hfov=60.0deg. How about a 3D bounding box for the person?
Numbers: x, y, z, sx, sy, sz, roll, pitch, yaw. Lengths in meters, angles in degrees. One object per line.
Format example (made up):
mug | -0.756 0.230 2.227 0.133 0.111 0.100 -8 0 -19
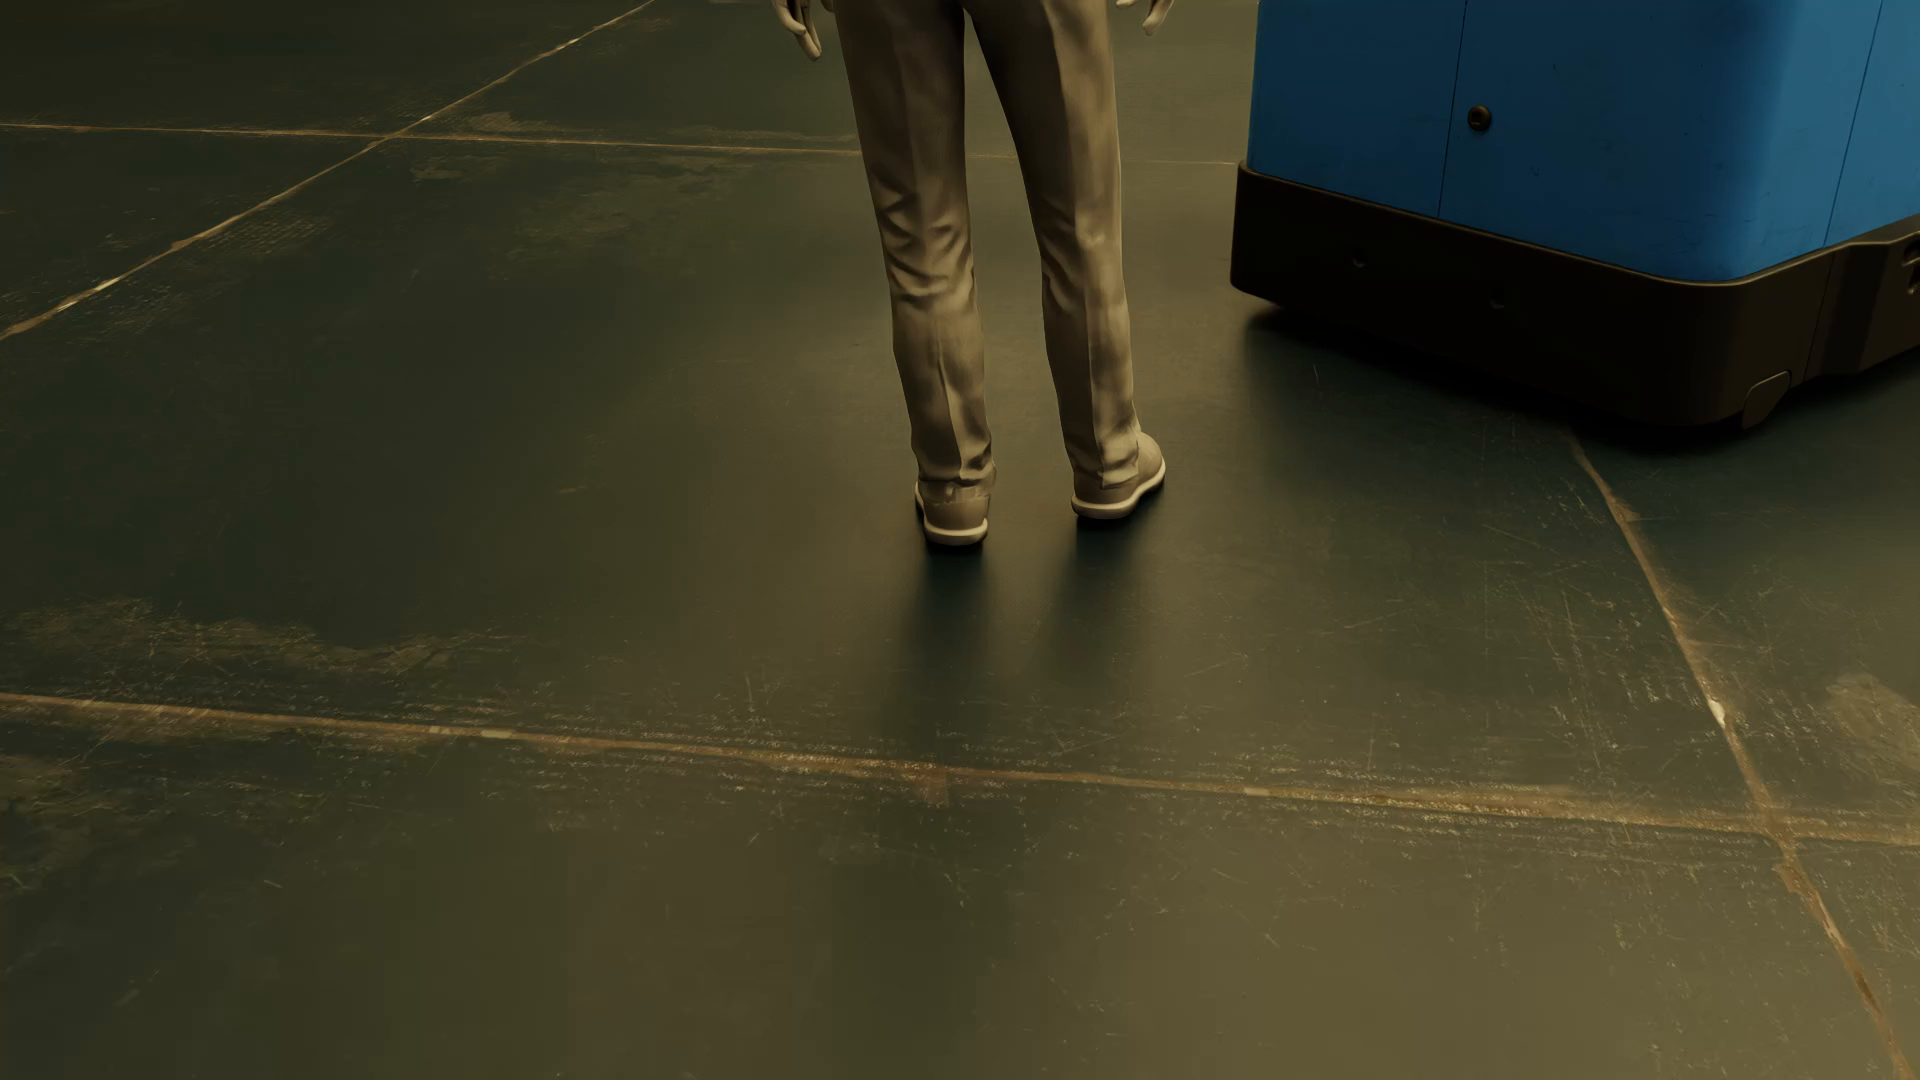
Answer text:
person | 0.016 -0.795 2.178 0.586 1.694 0.531 3 27 7

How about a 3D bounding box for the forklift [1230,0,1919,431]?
forklift | 2.018 -2.017 3.259 3.031 2.935 1.130 -20 33 -34
